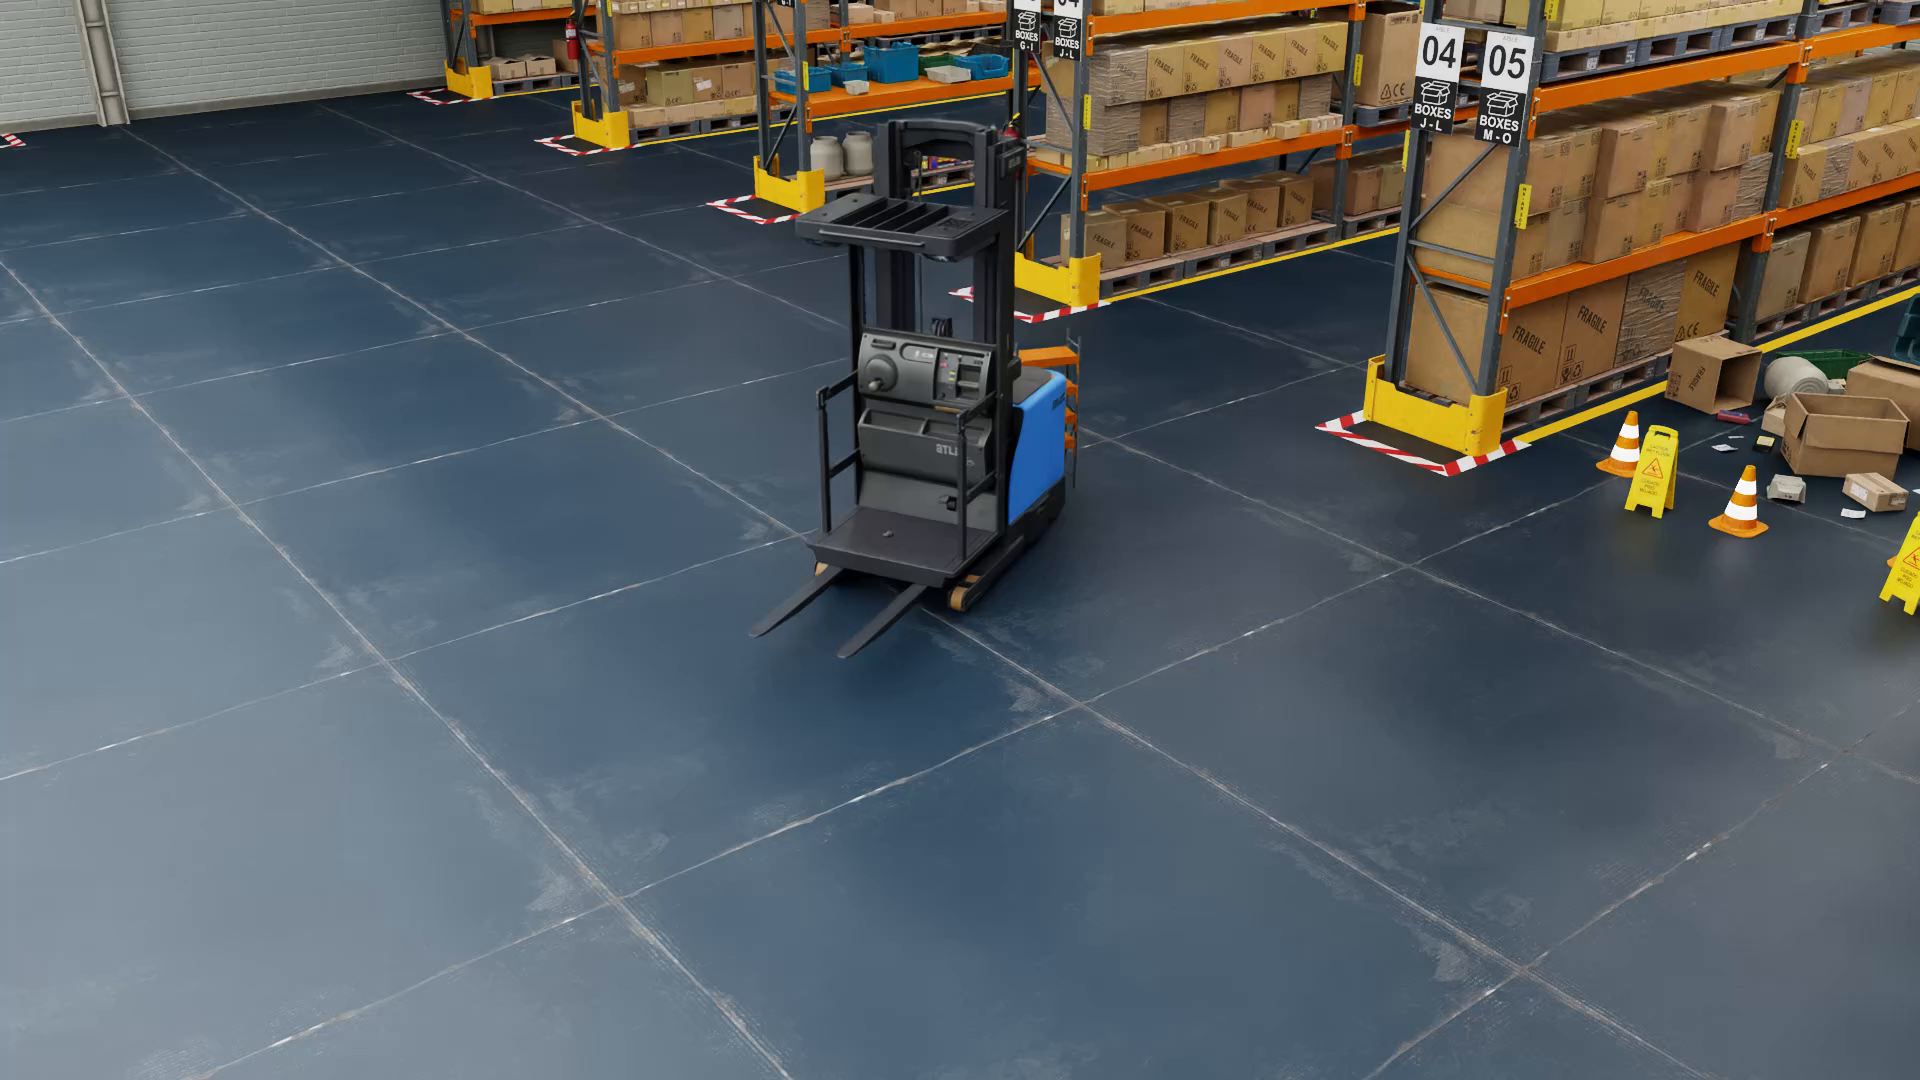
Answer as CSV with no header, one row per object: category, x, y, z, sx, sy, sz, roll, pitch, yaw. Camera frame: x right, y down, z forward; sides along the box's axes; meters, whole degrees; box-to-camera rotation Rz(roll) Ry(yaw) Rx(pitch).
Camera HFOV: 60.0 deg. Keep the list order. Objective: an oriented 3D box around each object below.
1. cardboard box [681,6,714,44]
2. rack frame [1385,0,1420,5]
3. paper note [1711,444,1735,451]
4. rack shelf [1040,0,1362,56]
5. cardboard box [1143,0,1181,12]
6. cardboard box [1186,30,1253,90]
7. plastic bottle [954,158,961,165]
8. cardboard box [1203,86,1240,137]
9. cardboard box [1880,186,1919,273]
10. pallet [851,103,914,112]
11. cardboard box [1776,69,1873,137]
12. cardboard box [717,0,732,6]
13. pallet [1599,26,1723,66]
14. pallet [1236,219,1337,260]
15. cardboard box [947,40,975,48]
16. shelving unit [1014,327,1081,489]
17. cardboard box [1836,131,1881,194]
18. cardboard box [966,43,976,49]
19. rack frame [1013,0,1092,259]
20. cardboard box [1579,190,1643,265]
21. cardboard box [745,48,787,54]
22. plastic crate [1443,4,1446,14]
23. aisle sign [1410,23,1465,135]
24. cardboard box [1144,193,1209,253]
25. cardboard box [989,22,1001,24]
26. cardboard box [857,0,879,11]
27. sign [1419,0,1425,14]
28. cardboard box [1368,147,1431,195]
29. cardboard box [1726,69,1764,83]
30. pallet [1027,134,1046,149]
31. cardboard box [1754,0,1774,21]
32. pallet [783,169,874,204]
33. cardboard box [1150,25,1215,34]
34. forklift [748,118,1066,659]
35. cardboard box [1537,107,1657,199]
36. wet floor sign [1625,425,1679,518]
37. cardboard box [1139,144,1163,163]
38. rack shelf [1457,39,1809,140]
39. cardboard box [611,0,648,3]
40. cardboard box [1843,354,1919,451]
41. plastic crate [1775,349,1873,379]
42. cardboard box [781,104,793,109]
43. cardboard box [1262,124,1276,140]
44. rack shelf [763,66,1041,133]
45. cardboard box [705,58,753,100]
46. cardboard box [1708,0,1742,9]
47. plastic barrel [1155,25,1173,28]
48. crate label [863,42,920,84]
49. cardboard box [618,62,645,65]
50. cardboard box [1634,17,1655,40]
cardboard box,-4.038,-7.632,24.513,0.500,0.500,0.700,-18,30,-34
rack frame,7.278,-8.680,26.890,0.127,3.000,1.000,-18,31,-34
paper note,6.122,-0.739,13.309,0.142,0.017,0.144,-8,26,-16
rack shelf,2.466,-5.476,17.277,4.000,0.370,1.077,-18,31,-34
cardboard box,1.832,-5.390,16.416,0.500,0.250,0.500,-19,31,-35
cardboard box,2.673,-4.998,17.297,0.500,0.500,0.500,-18,31,-34
plastic bottle,-0.038,-5.060,21.808,0.097,0.271,0.097,0,25,0
cardboard box,2.482,-4.647,17.728,0.500,0.500,0.875,-18,31,-34
cardboard box,9.633,-3.372,17.627,0.750,0.750,1.050,-19,31,-35
pallet,-1.515,-7.183,26.977,1.213,0.211,1.003,-18,31,-34
cardboard box,8.209,-4.187,15.902,0.500,0.500,0.700,-18,30,-34
cardboard box,-3.566,-7.974,24.479,0.250,0.149,0.380,-18,30,-34
pallet,5.411,-4.088,13.537,1.213,0.211,1.003,-18,31,-34
pallet,3.533,-3.510,19.062,1.213,0.211,1.003,-18,31,-34
cardboard box,0.076,-8.302,28.177,0.500,0.311,0.500,-19,31,-35
shelving unit,0.602,-0.949,12.363,0.503,1.200,0.258,-8,26,-18
cardboard box,8.392,-3.645,15.922,0.500,0.500,0.500,-18,31,-34
cardboard box,0.412,-8.126,27.796,0.500,0.311,0.500,-19,31,-35
rack frame,0.892,-3.922,16.638,0.127,3.000,1.000,-18,31,-34
cardboard box,5.074,-2.686,13.796,0.550,0.550,0.875,-18,31,-34
cardboard box,-3.017,-7.378,25.961,0.500,0.500,0.500,-18,31,-34
plastic crate,7.733,-8.661,27.091,0.243,0.136,0.396,-18,31,-34
aisle sign,3.632,-3.513,12.668,0.004,0.787,0.394,-18,31,-34
cardboard box,2.347,-3.458,18.109,0.500,0.500,0.500,-15,29,-29
cardboard box,0.734,-10.965,33.869,0.750,0.750,0.750,-18,30,-33
cardboard box,-1.492,-8.472,26.601,0.258,0.266,0.396,-19,31,-35
sign,3.549,-4.162,12.635,0.005,0.325,0.100,-18,31,-34
cardboard box,5.363,-4.442,20.205,0.500,0.500,0.700,-21,32,-38
cardboard box,10.903,-6.411,24.025,0.875,0.875,0.875,-18,31,-34
pallet,1.577,-5.554,23.466,1.213,0.211,1.003,-18,31,-34
cardboard box,6.530,-4.441,13.872,0.250,0.149,0.380,-18,30,-33
pallet,-1.491,-4.543,21.287,1.213,0.211,1.003,-18,31,-34
cardboard box,2.355,-5.169,17.664,0.500,0.500,0.500,-18,31,-34
forklift,-0.322,-1.072,10.578,1.130,2.935,3.031,11,27,23
cardboard box,5.089,-3.168,13.552,0.550,0.550,0.875,-18,31,-34
wet floor sign,5.072,-0.521,12.107,0.267,0.644,0.232,21,32,37
cardboard box,1.862,-3.994,17.090,0.250,0.149,0.380,-18,31,-34
rack shelf,5.447,-3.807,13.680,4.000,0.370,1.077,-18,31,-34
cardboard box,-4.801,-7.969,23.698,0.500,0.500,0.700,-18,30,-34
cardboard box,7.558,-1.109,13.381,0.503,0.637,0.797,-18,31,-34
plastic crate,7.692,-1.563,14.827,0.662,0.188,0.450,-3,15,-7
cardboard box,-2.700,-6.868,25.752,0.500,0.250,0.500,-18,31,-34
cardboard box,3.209,-4.464,18.104,0.250,0.149,0.380,-18,31,-34
rack shelf,-0.591,-5.756,21.444,4.000,0.370,1.077,-18,31,-34
cardboard box,-3.477,-6.942,25.022,0.500,0.500,0.500,-18,31,-34
cardboard box,5.999,-4.482,13.488,0.500,0.250,0.500,-19,31,-34
plastic barrel,2.789,-7.142,23.415,0.433,0.535,0.433,0,25,0
crate label,-0.883,-6.147,21.389,0.616,0.435,0.502,-18,31,-34
cardboard box,-5.922,-8.667,29.308,0.500,0.500,0.500,-21,32,-38
cardboard box,5.135,-3.980,12.881,0.250,0.149,0.380,-18,30,-34
